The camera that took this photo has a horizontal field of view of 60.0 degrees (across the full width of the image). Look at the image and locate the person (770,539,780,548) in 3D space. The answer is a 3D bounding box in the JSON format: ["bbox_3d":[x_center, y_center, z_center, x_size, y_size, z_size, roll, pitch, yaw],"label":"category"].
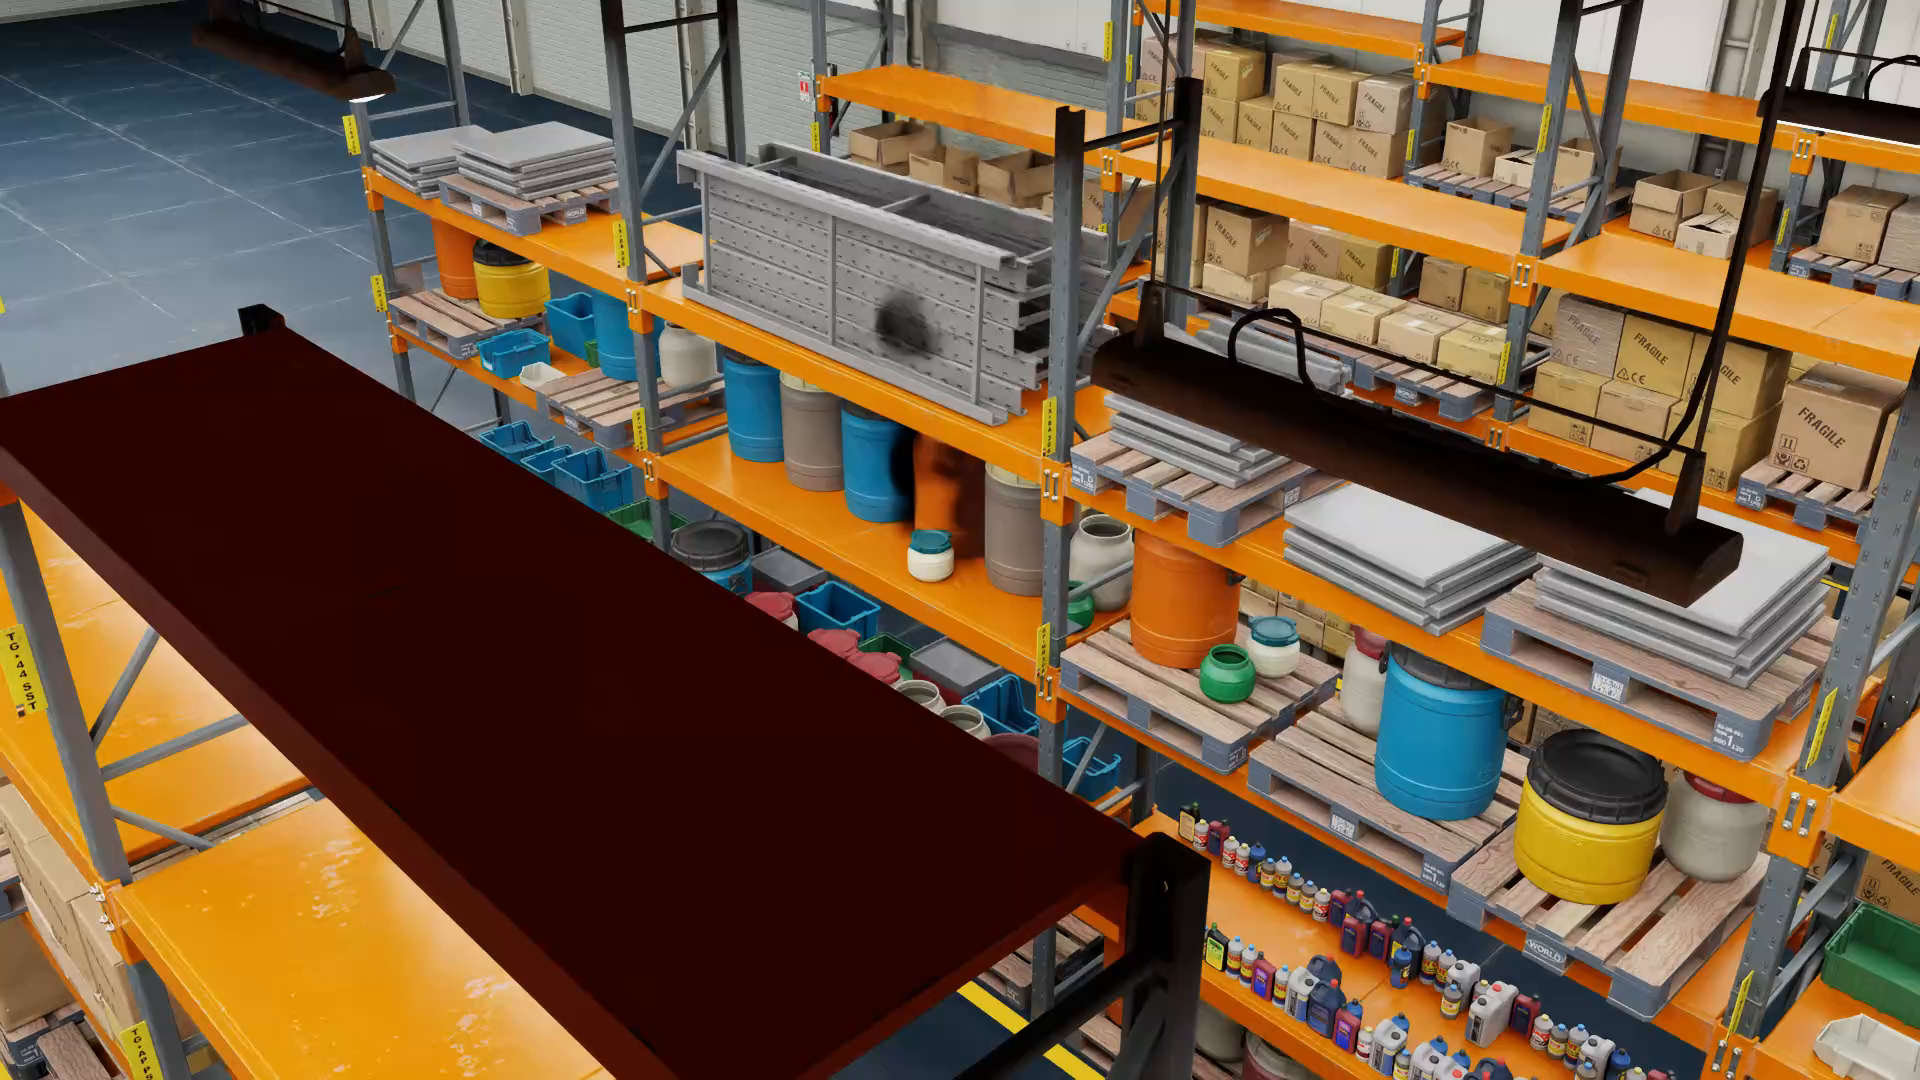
[{"bbox_3d":[-1.446,0.049,14.977,0.654,1.737,0.710,18,33,29],"label":"person"}]
